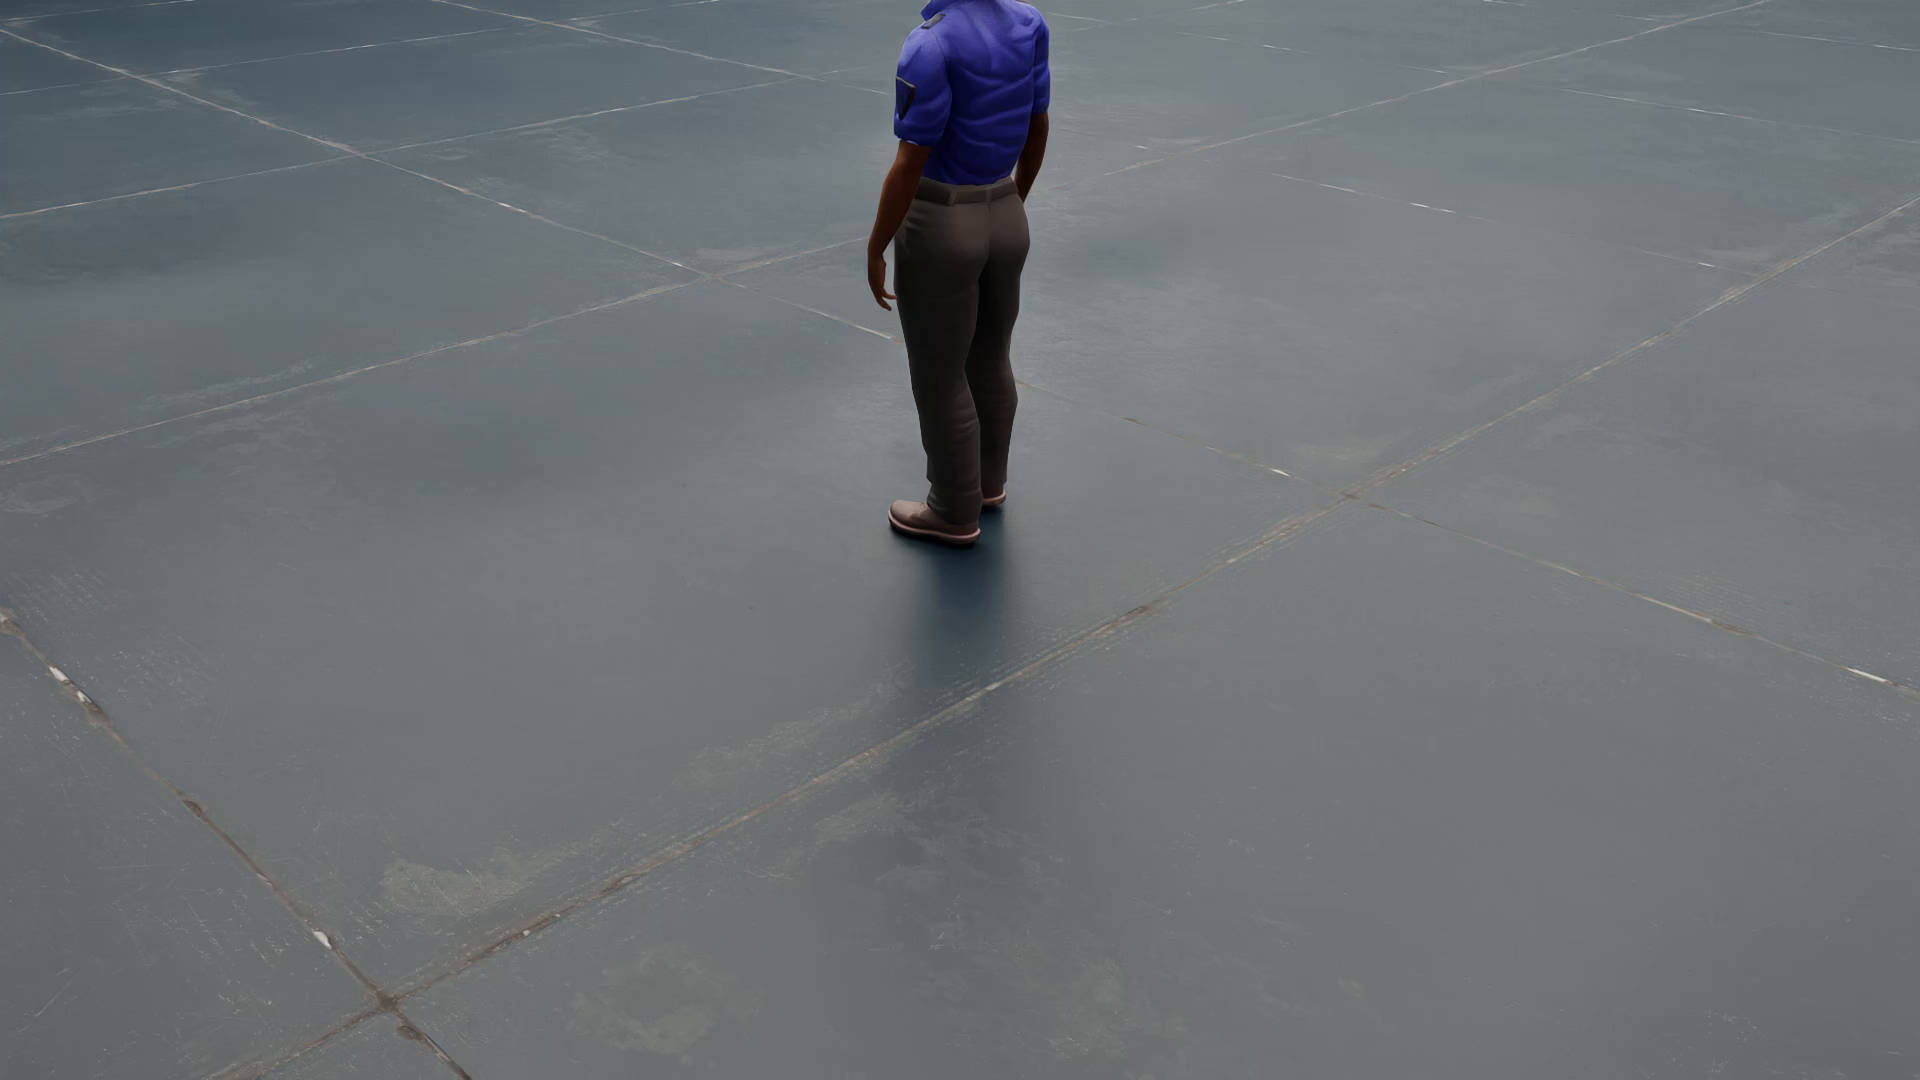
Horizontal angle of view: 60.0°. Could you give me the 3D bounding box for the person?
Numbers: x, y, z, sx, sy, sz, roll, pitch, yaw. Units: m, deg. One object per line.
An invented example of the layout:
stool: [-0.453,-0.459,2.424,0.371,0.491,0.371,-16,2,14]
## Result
person: [-0.048,-0.783,4.243,0.569,1.656,0.503,-24,35,-39]
